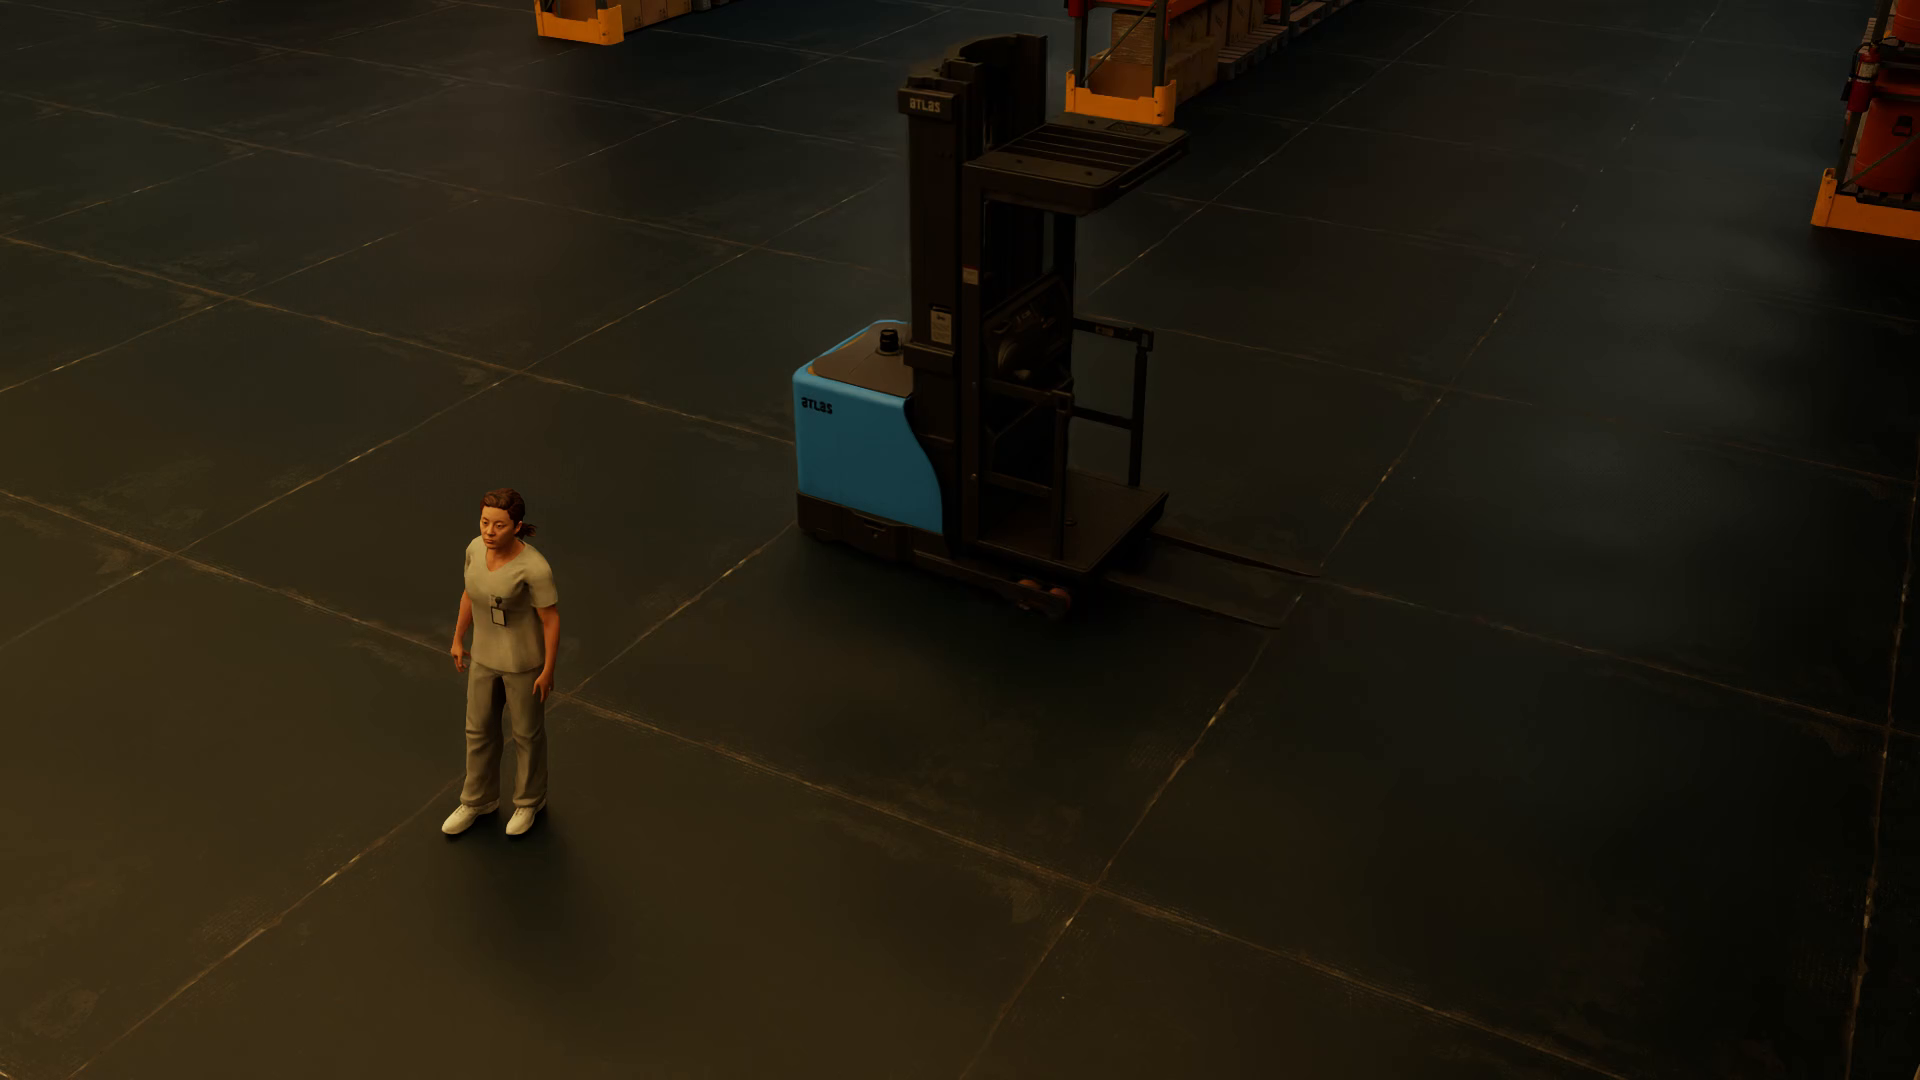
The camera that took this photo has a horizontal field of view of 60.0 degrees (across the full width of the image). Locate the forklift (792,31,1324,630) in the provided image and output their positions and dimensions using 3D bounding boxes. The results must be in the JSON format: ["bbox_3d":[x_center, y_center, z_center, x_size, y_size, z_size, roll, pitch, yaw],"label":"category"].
[{"bbox_3d":[0.550,-1.136,9.039,3.031,2.935,1.130,16,34,26],"label":"forklift"}]

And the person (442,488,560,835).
[{"bbox_3d":[-2.036,0.566,7.342,0.550,1.662,0.548,12,32,21],"label":"person"}]
